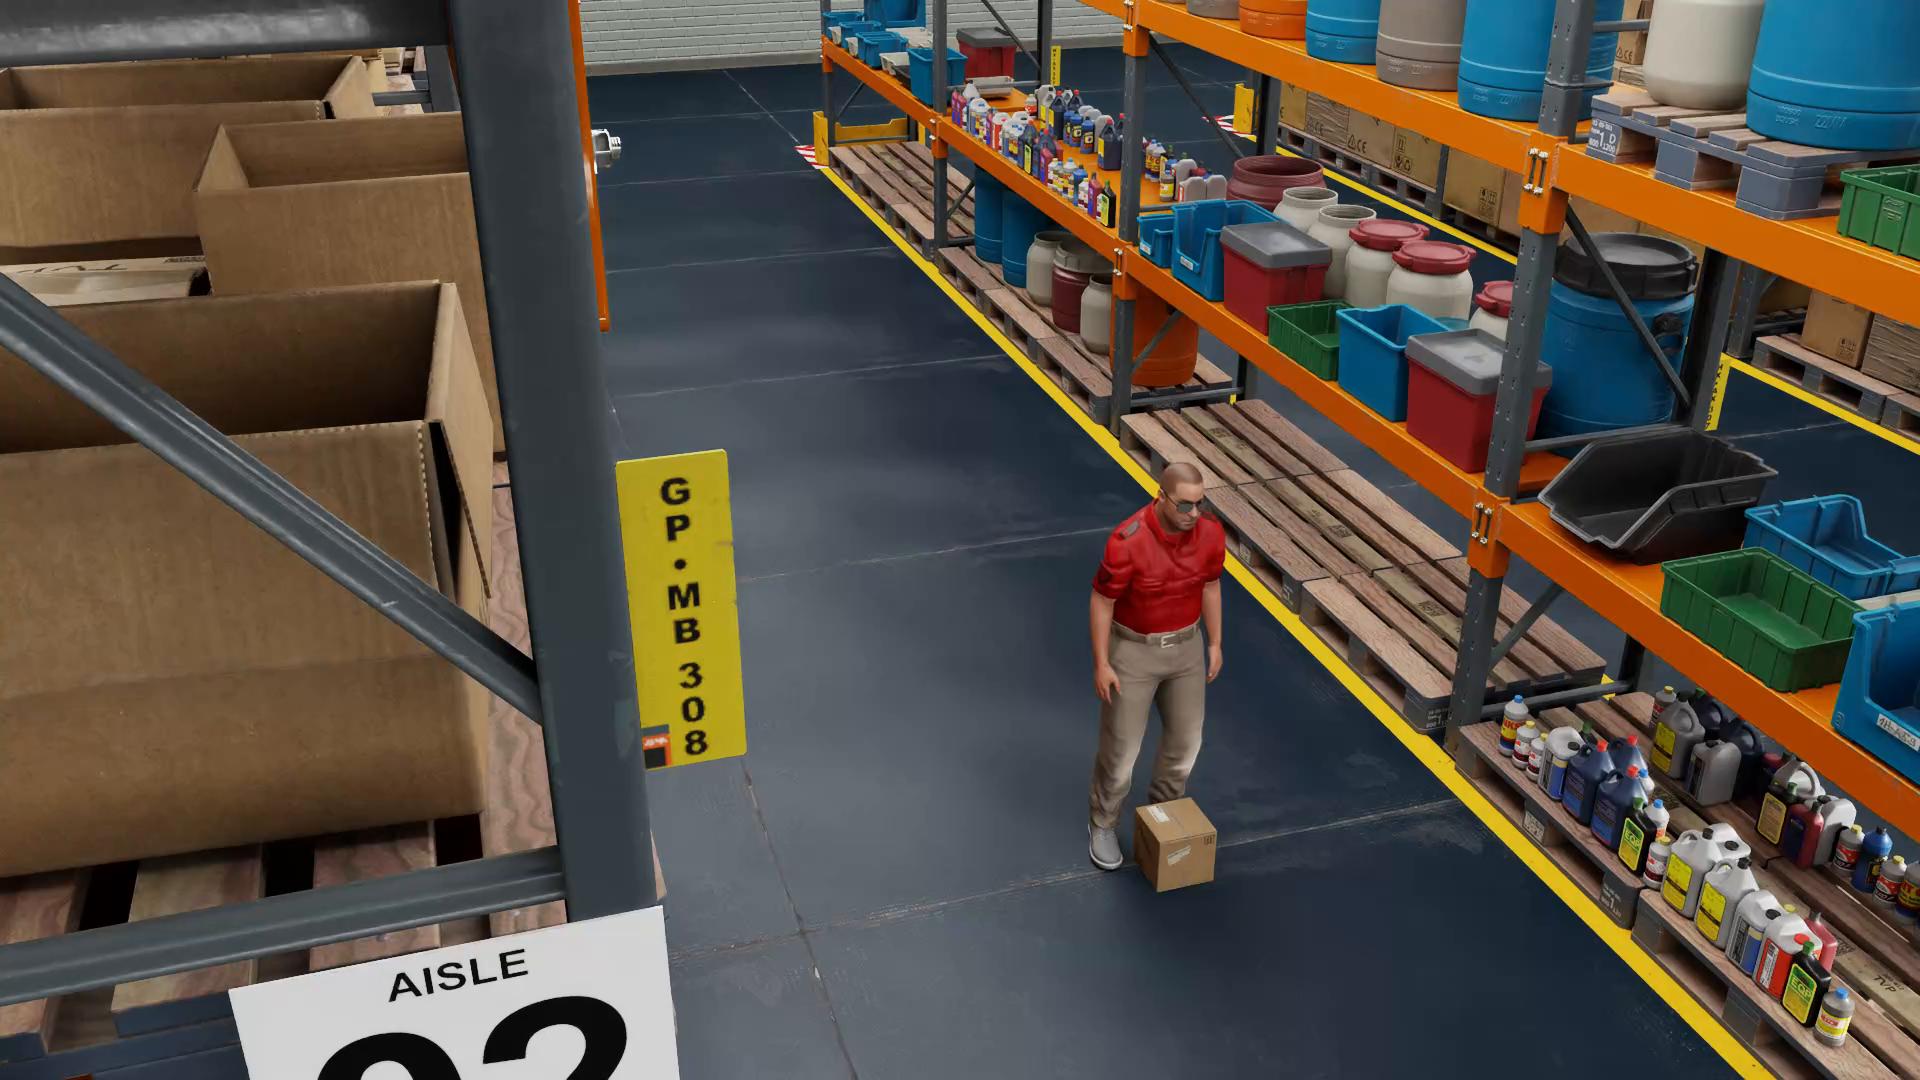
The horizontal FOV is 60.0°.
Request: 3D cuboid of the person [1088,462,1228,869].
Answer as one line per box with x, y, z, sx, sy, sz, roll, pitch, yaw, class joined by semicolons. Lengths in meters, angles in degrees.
0.797;0.472;6.667;0.606;1.727;0.377;-10;28;-19;person
